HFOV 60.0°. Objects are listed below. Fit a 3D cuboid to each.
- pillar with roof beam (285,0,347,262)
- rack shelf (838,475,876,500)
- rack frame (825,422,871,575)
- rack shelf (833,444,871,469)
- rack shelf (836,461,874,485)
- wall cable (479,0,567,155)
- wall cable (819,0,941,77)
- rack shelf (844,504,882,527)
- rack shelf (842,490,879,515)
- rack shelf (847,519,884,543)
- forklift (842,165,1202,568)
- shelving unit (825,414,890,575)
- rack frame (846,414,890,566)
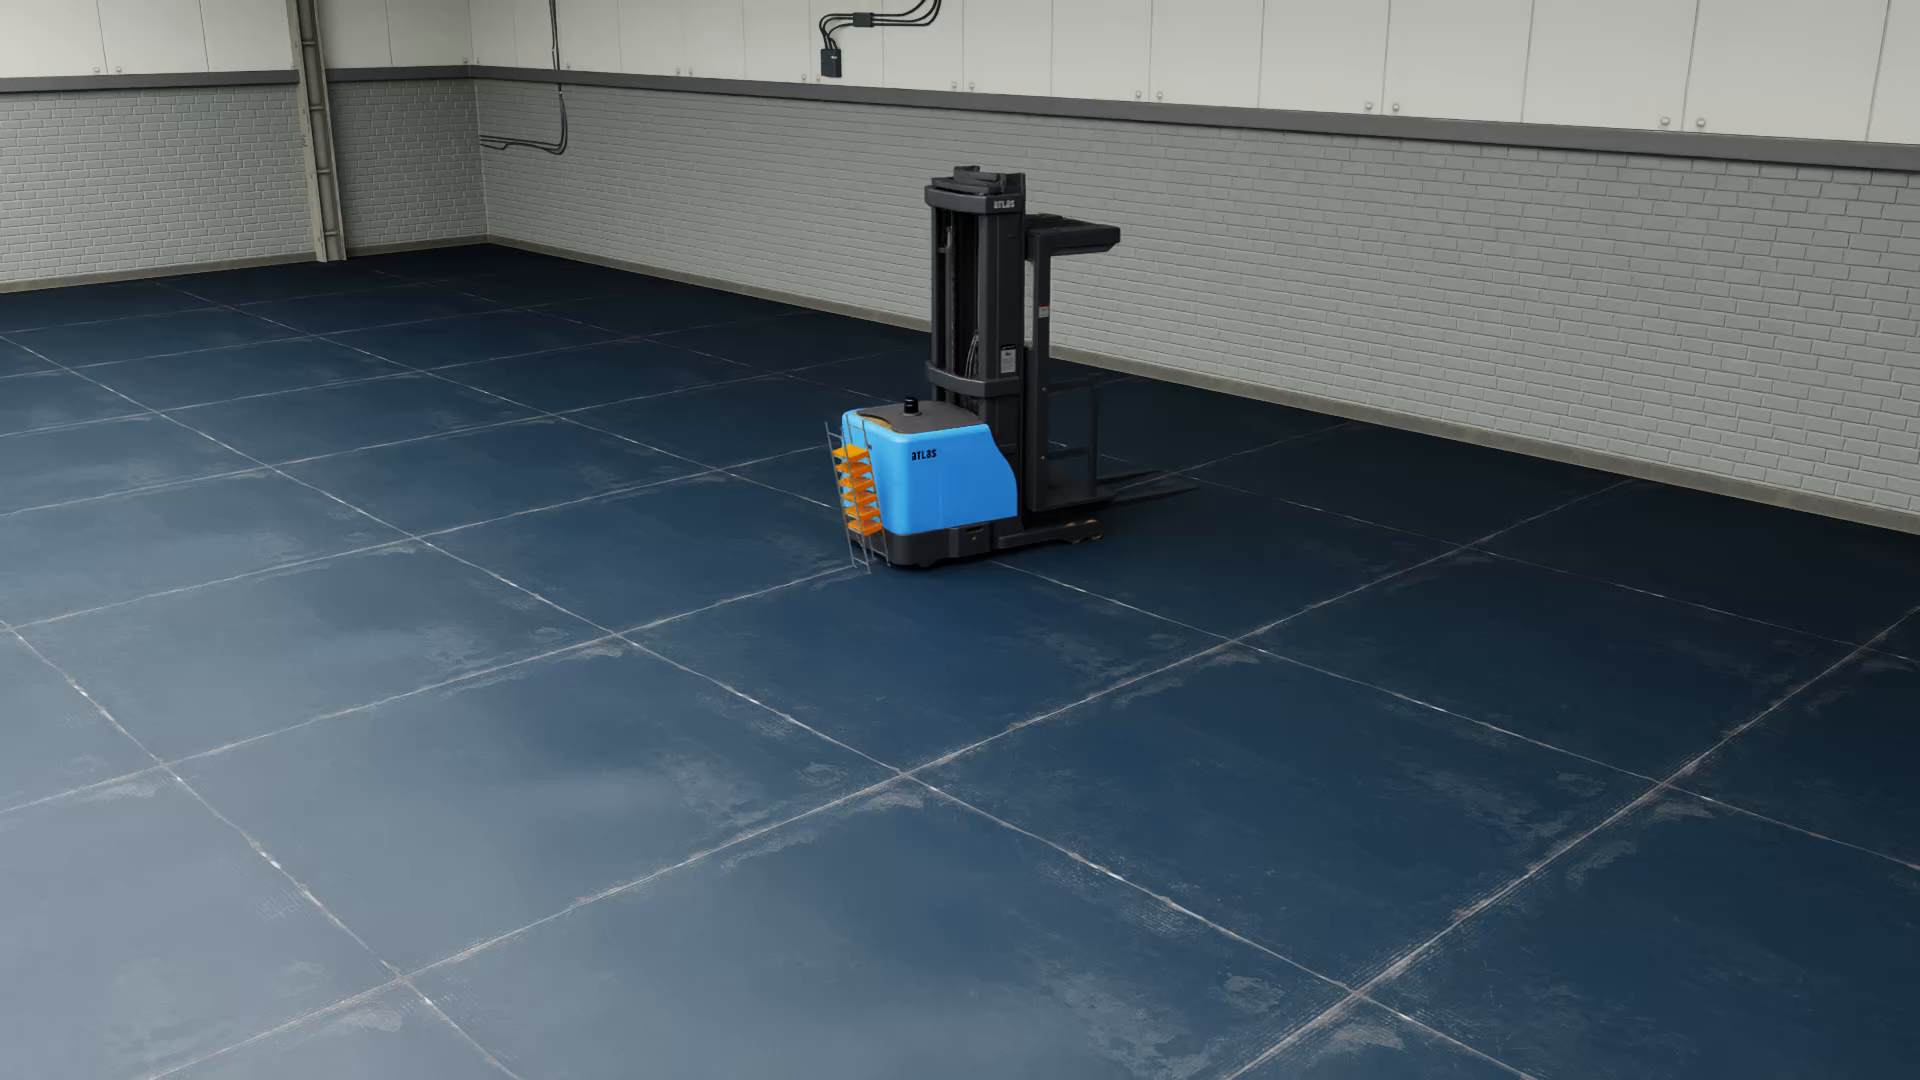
[{"bbox_3d":[-7.646,-8.040,23.693,0.400,9.000,9.100,-16,24,-41],"label":"pillar with roof beam"},{"bbox_3d":[-0.781,-0.408,12.530,0.180,0.103,0.258,-24,28,-30],"label":"rack shelf"},{"bbox_3d":[-0.842,-0.307,12.515,0.006,1.200,0.240,-24,28,-30],"label":"rack frame"},{"bbox_3d":[-0.816,-0.624,12.432,0.180,0.103,0.258,-24,28,-30],"label":"rack shelf"},{"bbox_3d":[-0.798,-0.516,12.481,0.180,0.103,0.258,-24,28,-30],"label":"rack shelf"},{"bbox_3d":[-7.554,-7.856,28.159,0.112,2.526,3.097,-16,24,-41],"label":"wall cable"},{"bbox_3d":[-1.043,-8.820,20.583,0.169,6.003,2.305,-16,24,-41],"label":"wall cable"},{"bbox_3d":[-0.745,-0.191,12.627,0.180,0.103,0.258,-24,28,-30],"label":"rack shelf"},{"bbox_3d":[-0.763,-0.299,12.578,0.180,0.103,0.258,-24,28,-30],"label":"rack shelf"},{"bbox_3d":[-0.727,-0.083,12.676,0.180,0.103,0.258,-24,28,-30],"label":"rack shelf"},{"bbox_3d":[0.588,-1.495,13.344,3.031,2.935,1.130,-10,21,-28],"label":"forklift"},{"bbox_3d":[-0.769,-0.339,12.560,0.189,1.200,0.258,-24,28,-30],"label":"shelving unit"},{"bbox_3d":[-0.697,-0.372,12.605,0.006,1.200,0.240,-24,28,-30],"label":"rack frame"}]
